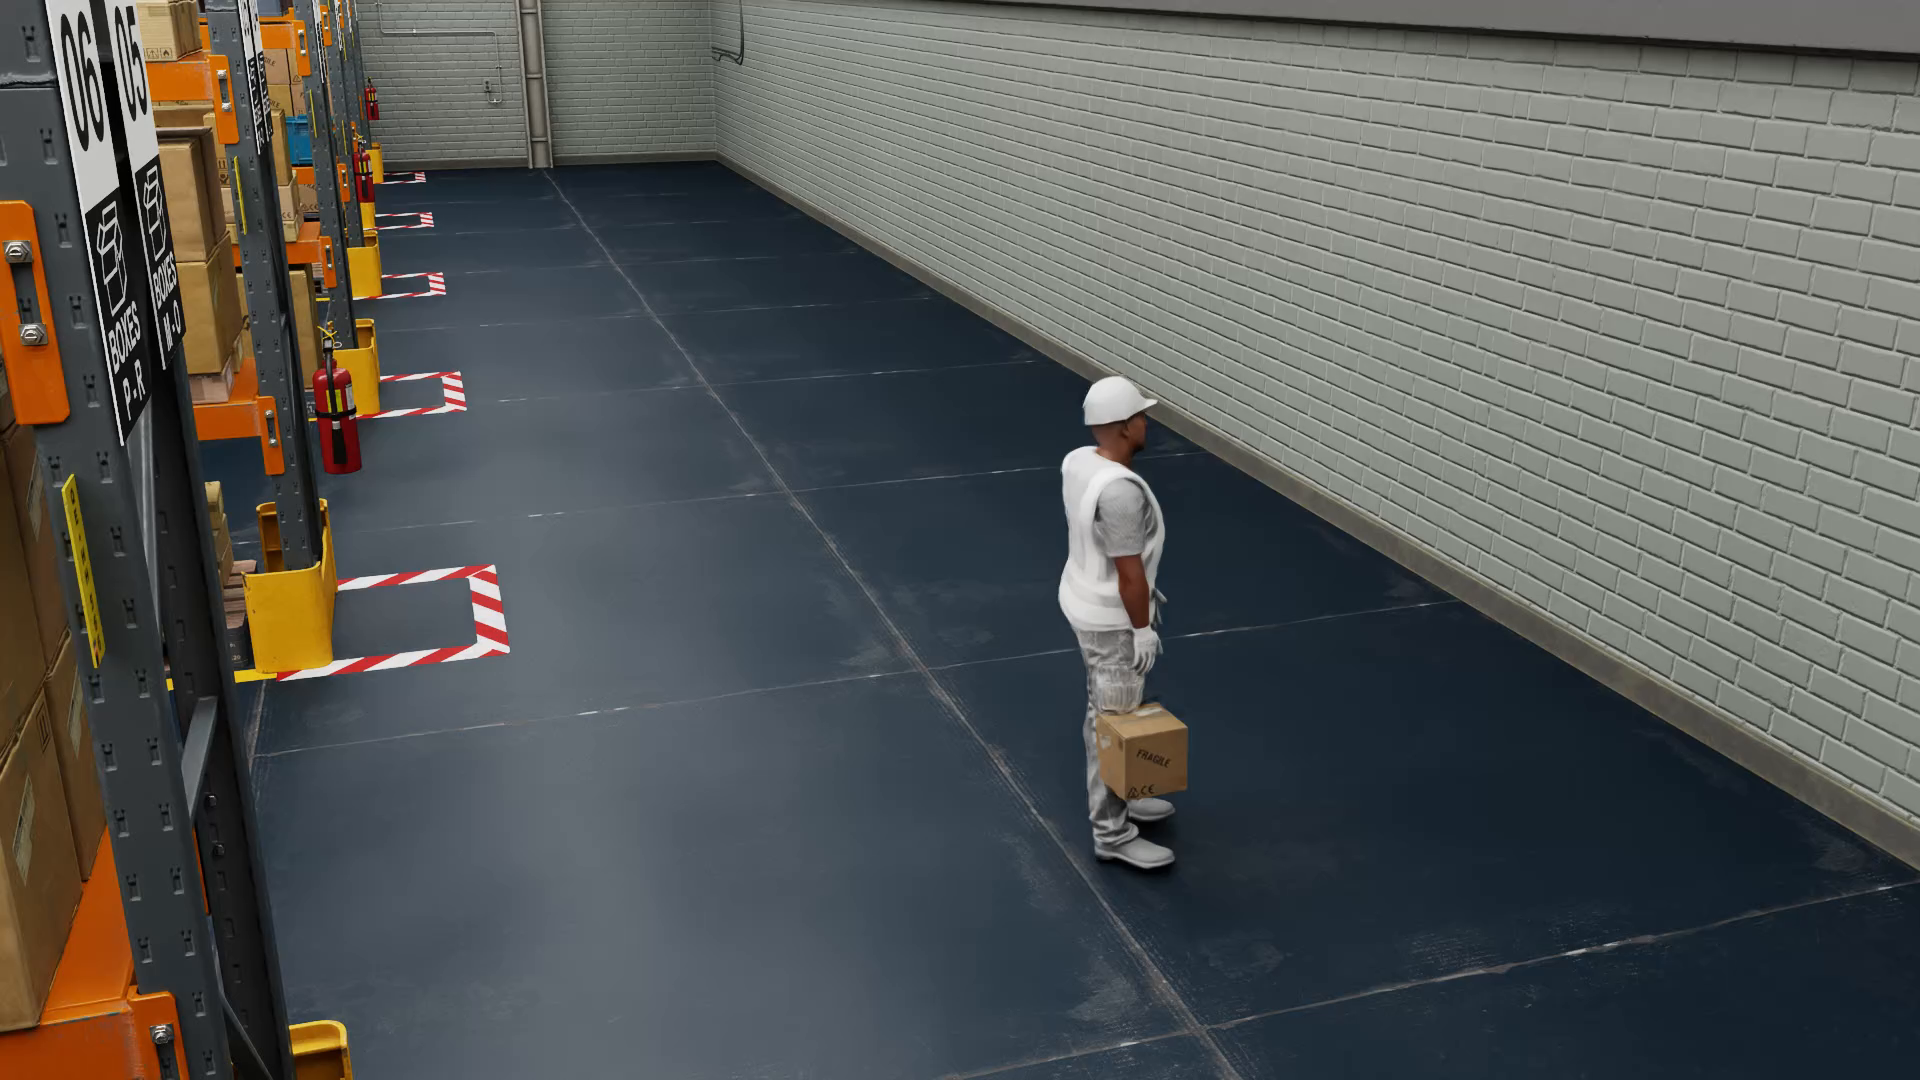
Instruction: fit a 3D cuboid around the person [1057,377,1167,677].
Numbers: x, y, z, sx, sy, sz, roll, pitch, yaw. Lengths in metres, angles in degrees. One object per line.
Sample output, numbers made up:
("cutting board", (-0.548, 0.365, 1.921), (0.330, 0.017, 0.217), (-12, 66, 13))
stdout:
("person", (0.595, -0.059, 6.019), (0.436, 1.052, 0.547), (-3, 19, -8))
